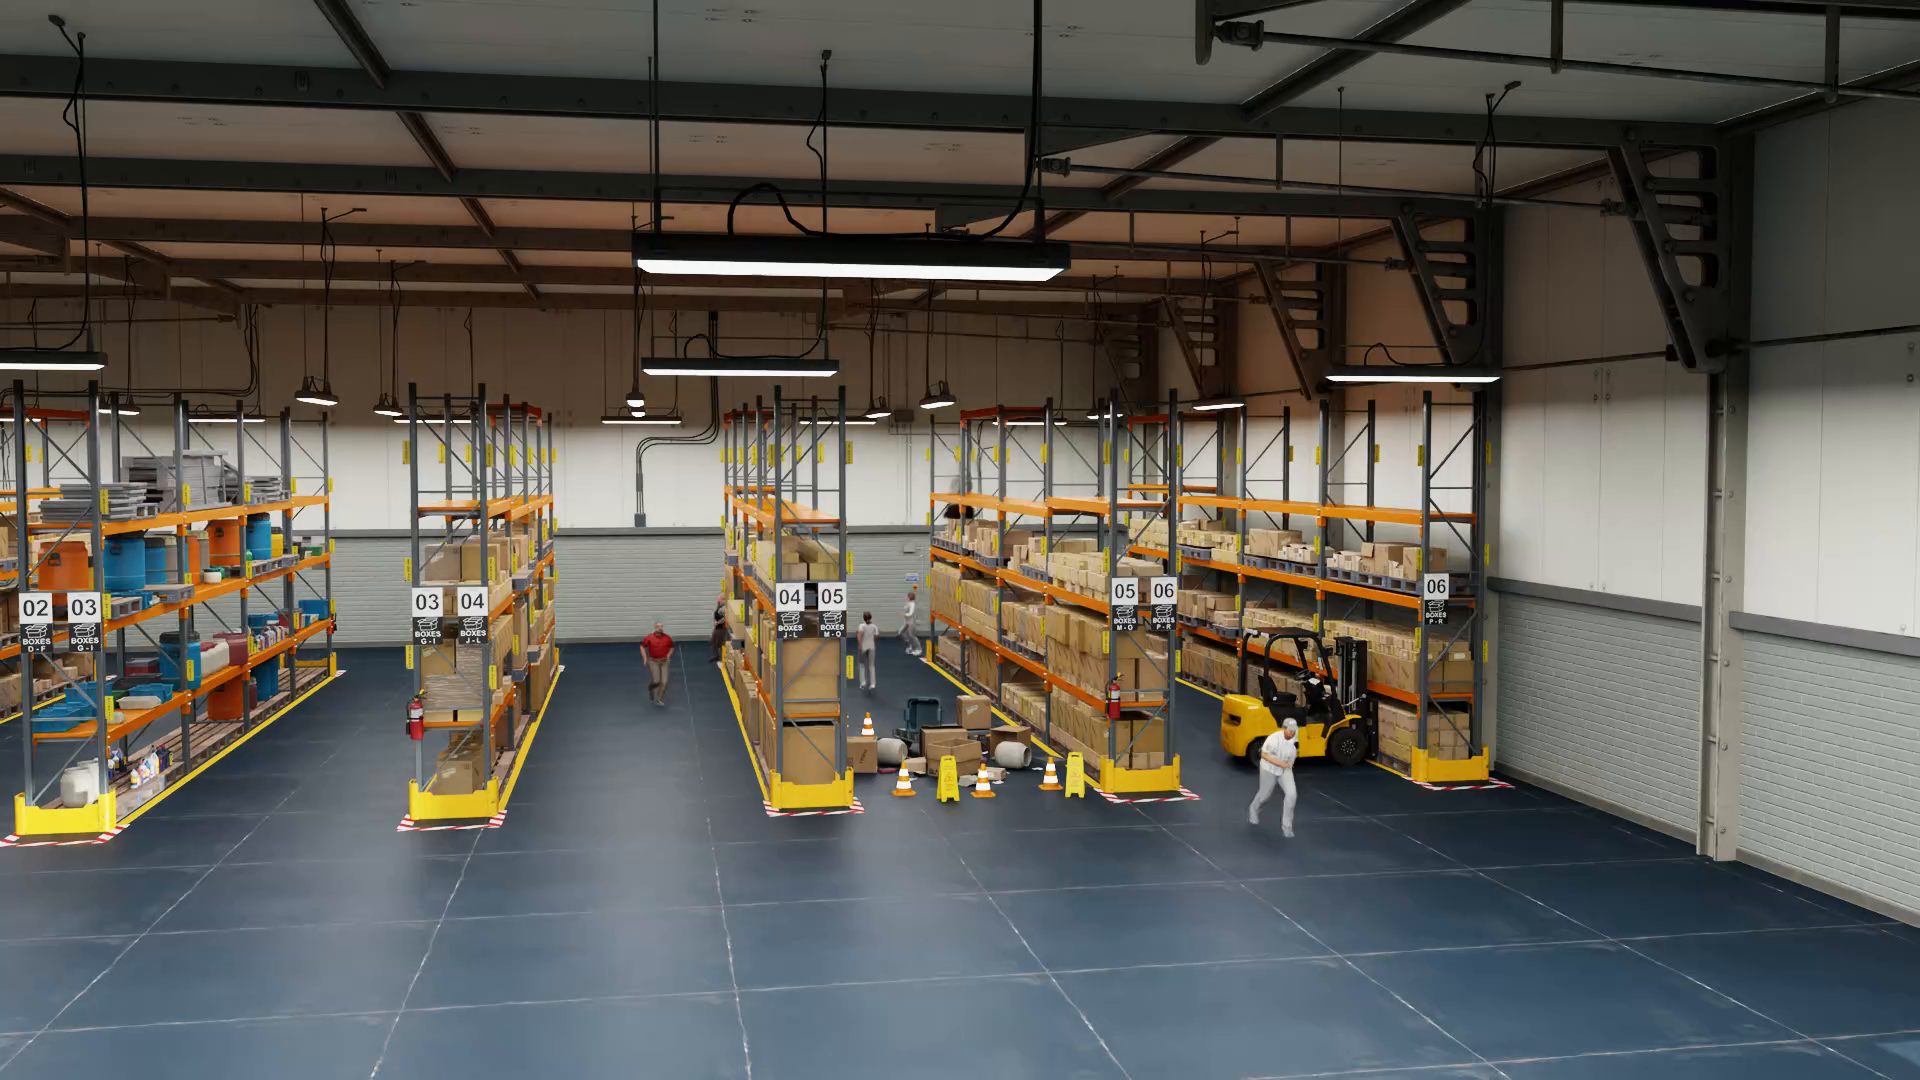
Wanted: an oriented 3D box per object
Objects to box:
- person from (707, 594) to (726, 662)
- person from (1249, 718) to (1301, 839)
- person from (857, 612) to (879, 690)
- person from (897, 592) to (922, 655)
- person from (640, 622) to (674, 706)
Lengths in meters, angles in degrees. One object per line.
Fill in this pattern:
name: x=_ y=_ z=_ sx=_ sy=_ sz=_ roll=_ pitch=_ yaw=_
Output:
person: x=-5.727 y=2.141 z=40.272 sx=0.743 sy=1.691 sz=0.702 roll=-1 pitch=3 yaw=-18
person: x=4.193 y=3.123 z=22.103 sx=0.649 sy=1.627 sz=1.031 roll=-1 pitch=3 yaw=-25
person: x=-1.963 y=2.382 z=35.326 sx=0.509 sy=1.709 sz=0.810 roll=-1 pitch=3 yaw=-13
person: x=-1.268 y=2.091 z=41.631 sx=0.662 sy=1.592 sz=0.506 roll=-1 pitch=3 yaw=-24
person: x=-6.024 y=2.480 z=33.275 sx=0.664 sy=1.680 sz=0.595 roll=-1 pitch=3 yaw=-25
